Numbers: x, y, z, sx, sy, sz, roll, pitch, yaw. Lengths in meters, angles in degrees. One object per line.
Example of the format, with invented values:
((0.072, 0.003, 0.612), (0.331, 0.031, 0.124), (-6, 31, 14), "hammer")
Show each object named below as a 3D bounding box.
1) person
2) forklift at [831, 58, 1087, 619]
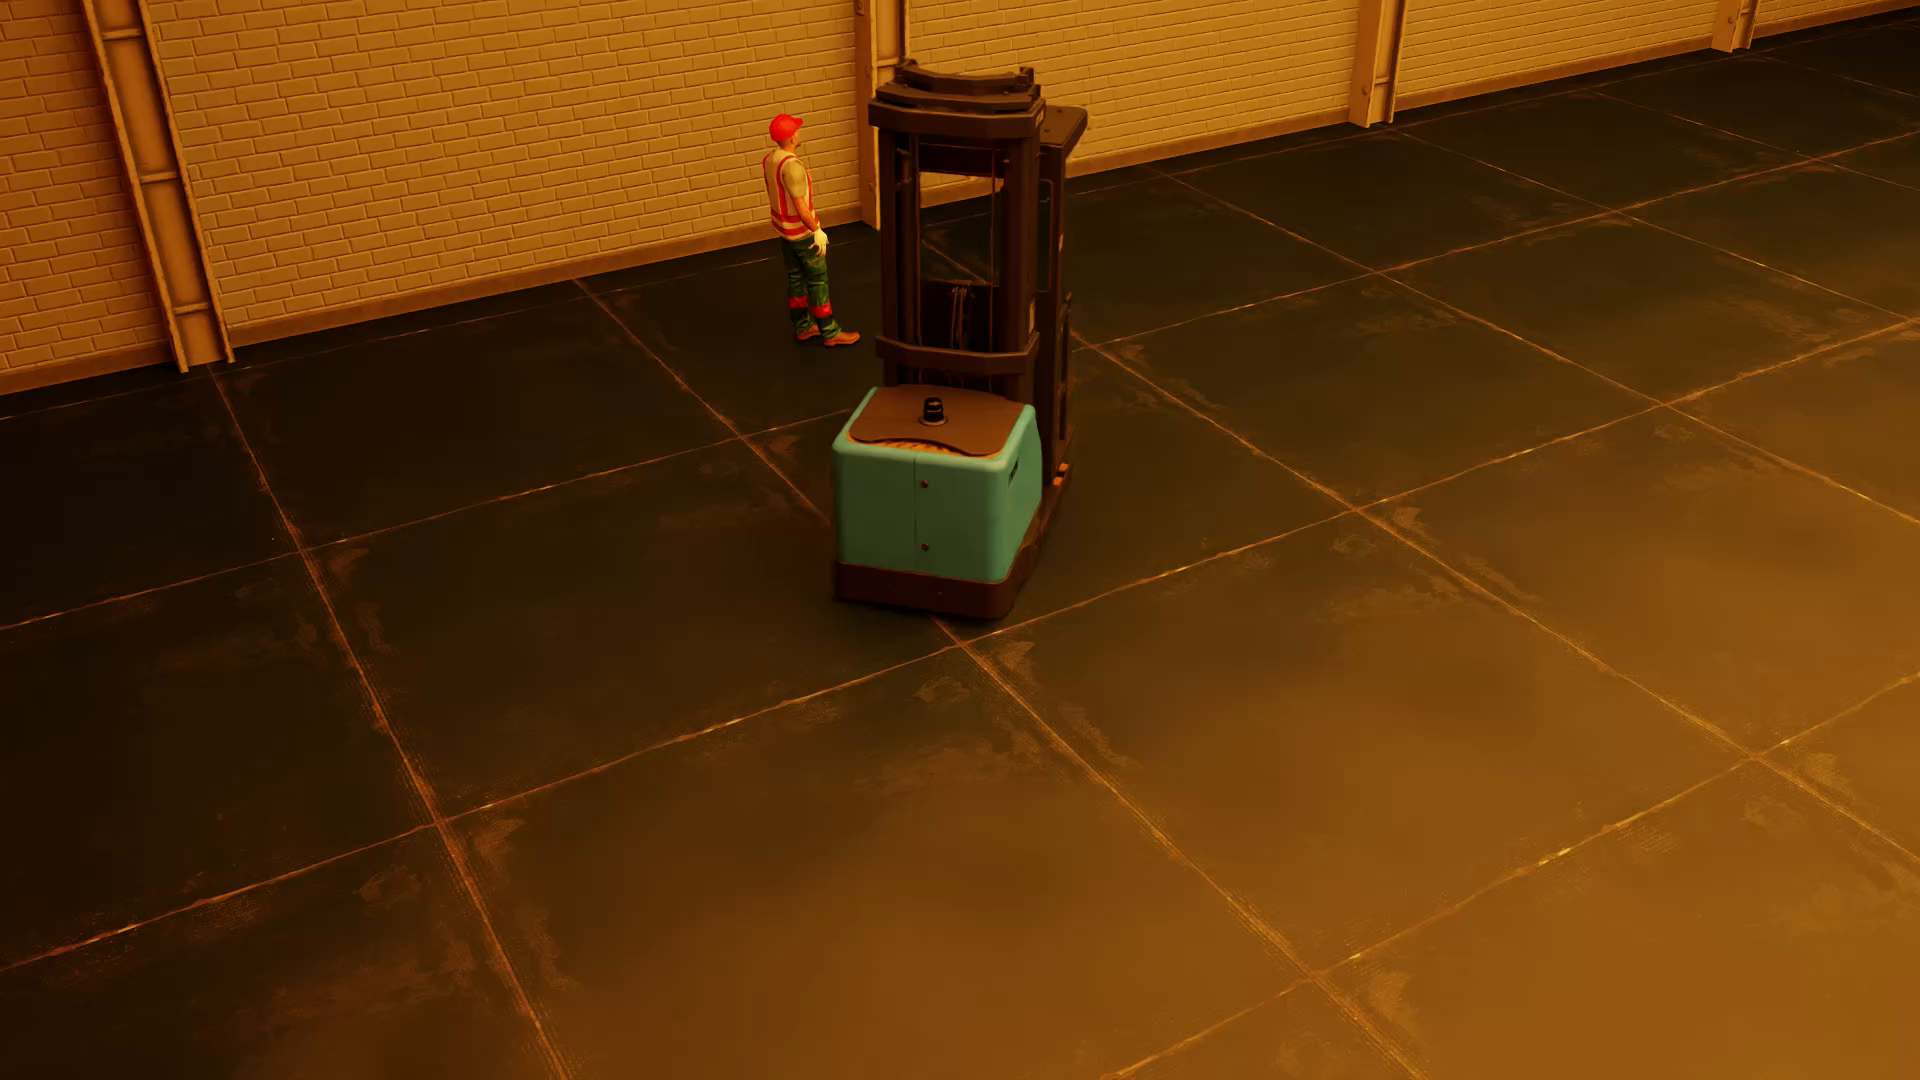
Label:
((-1.163, -2.379, 12.716), (0.565, 1.788, 0.637), (-17, 35, -27), "person")
((0.128, -1.549, 10.234), (1.130, 2.935, 3.031), (8, 32, 13), "forklift")
